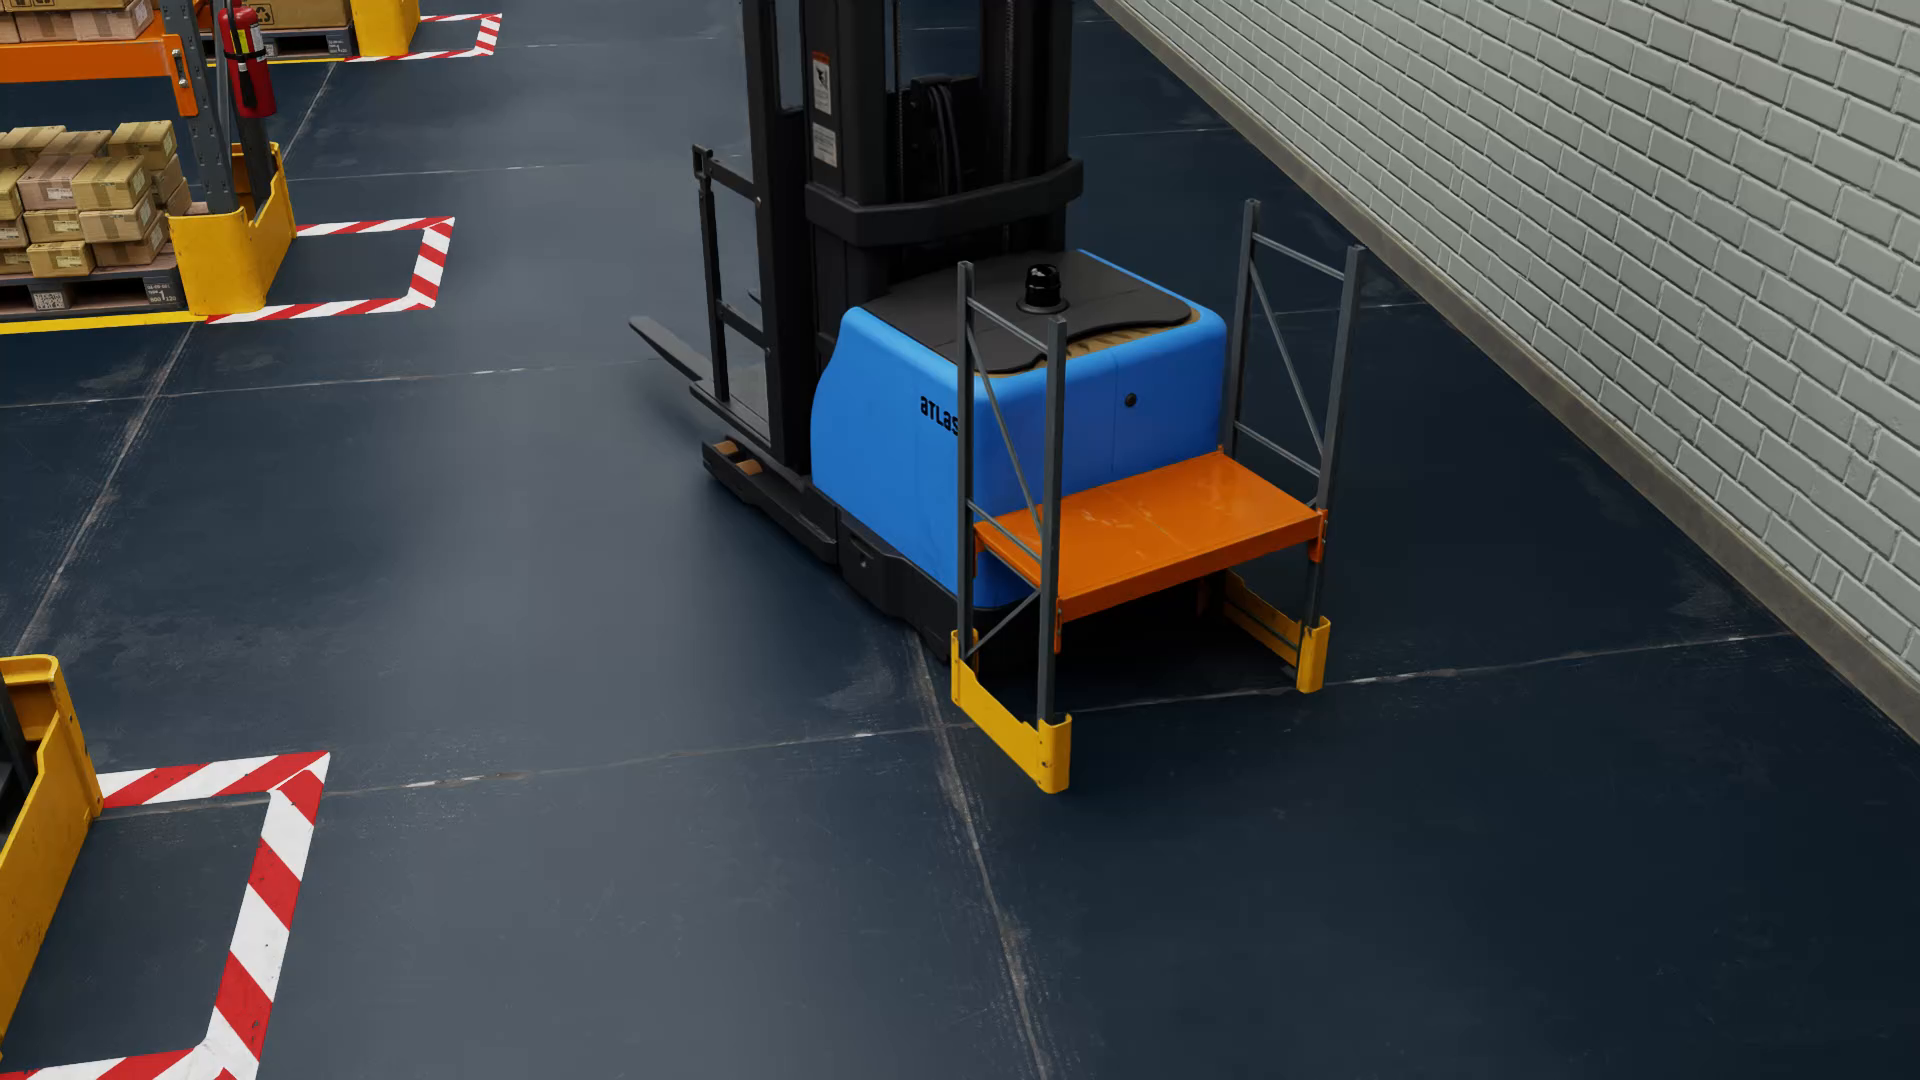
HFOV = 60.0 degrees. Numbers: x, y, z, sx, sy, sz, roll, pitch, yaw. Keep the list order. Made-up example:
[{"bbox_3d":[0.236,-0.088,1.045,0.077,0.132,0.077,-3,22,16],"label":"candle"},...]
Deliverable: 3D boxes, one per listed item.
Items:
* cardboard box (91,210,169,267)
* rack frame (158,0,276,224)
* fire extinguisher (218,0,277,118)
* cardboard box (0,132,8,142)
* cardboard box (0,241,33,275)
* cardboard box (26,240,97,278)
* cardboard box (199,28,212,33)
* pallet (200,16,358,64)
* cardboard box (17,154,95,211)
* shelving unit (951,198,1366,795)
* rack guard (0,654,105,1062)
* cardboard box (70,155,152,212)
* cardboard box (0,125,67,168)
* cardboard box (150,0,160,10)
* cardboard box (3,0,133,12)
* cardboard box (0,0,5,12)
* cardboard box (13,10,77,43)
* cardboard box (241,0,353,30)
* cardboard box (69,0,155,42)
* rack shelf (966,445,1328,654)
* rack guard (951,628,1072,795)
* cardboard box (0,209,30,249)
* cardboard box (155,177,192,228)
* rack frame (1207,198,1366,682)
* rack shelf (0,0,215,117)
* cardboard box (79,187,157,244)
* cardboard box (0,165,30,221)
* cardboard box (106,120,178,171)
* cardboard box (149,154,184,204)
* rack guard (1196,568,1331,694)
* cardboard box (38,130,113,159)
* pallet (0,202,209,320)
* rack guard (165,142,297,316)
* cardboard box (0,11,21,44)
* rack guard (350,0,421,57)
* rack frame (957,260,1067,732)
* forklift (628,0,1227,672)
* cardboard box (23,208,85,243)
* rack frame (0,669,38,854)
[{"bbox_3d":[-4.103,-1.493,8.227,0.250,0.149,0.380,-5,31,-8],"label":"cardboard box"},{"bbox_3d":[-3.623,-2.693,7.870,0.127,3.000,1.000,-5,31,-9],"label":"rack frame"},{"bbox_3d":[-3.292,-2.291,7.632,0.183,0.674,0.296,-5,31,-9],"label":"fire extinguisher"},{"bbox_3d":[-4.949,-1.914,8.358,0.250,0.149,0.380,-7,31,-11],"label":"cardboard box"},{"bbox_3d":[-4.613,-1.437,8.134,0.250,0.149,0.380,-5,31,-9],"label":"cardboard box"},{"bbox_3d":[-4.338,-1.419,8.102,0.250,0.149,0.380,-4,31,-7],"label":"cardboard box"},{"bbox_3d":[-5.927,-4.258,12.215,0.875,0.875,0.875,-5,31,-9],"label":"cardboard box"},{"bbox_3d":[-5.189,-3.861,12.607,1.213,0.211,1.003,-5,31,-9],"label":"pallet"},{"bbox_3d":[-4.356,-1.732,8.048,0.250,0.149,0.380,-5,31,-8],"label":"cardboard box"},{"bbox_3d":[0.577,-0.151,5.027,1.083,1.500,0.587,-17,34,-26],"label":"shelving unit"},{"bbox_3d":[-2.608,0.842,4.326,0.348,0.500,1.175,-5,31,-9],"label":"rack guard"},{"bbox_3d":[-4.098,-1.726,8.038,0.250,0.149,0.380,-5,31,-8],"label":"cardboard box"},{"bbox_3d":[-4.720,-1.978,8.467,0.250,0.149,0.380,-5,31,-9],"label":"cardboard box"},{"bbox_3d":[-4.001,-2.718,8.161,0.250,0.149,0.380,-6,31,-9],"label":"cardboard box"},{"bbox_3d":[-4.019,-2.695,7.481,0.500,0.500,0.500,-5,31,-8],"label":"cardboard box"},{"bbox_3d":[-4.526,-2.650,7.405,0.500,0.500,0.500,-6,31,-10],"label":"cardboard box"},{"bbox_3d":[-4.144,-2.410,7.636,0.250,0.149,0.380,-5,31,-9],"label":"cardboard box"},{"bbox_3d":[-5.032,-4.342,12.356,0.875,0.875,0.875,-5,31,-9],"label":"cardboard box"},{"bbox_3d":[-3.893,-2.414,7.643,0.250,0.149,0.380,-5,31,-9],"label":"cardboard box"},{"bbox_3d":[0.569,0.006,5.115,1.000,0.185,0.538,-17,34,-26],"label":"rack shelf"},{"bbox_3d":[0.150,0.517,5.124,0.087,0.250,0.587,-17,34,-26],"label":"rack guard"},{"bbox_3d":[-4.602,-1.534,8.004,0.250,0.149,0.380,-7,31,-11],"label":"cardboard box"},{"bbox_3d":[-4.196,-1.756,8.676,0.250,0.149,0.380,-5,31,-8],"label":"cardboard box"},{"bbox_3d":[1.006,-0.281,5.248,0.032,1.500,0.500,-17,34,-26],"label":"rack frame"},{"bbox_3d":[-5.590,-2.200,7.742,4.000,0.370,1.077,-5,31,-9],"label":"rack shelf"},{"bbox_3d":[-4.091,-1.582,8.087,0.250,0.149,0.380,-6,31,-10],"label":"cardboard box"},{"bbox_3d":[-4.587,-1.645,7.900,0.250,0.149,0.380,-6,31,-10],"label":"cardboard box"},{"bbox_3d":[-4.200,-2.023,8.542,0.250,0.149,0.380,-7,31,-11],"label":"cardboard box"},{"bbox_3d":[-4.185,-1.853,8.547,0.250,0.149,0.380,-4,31,-7],"label":"cardboard box"},{"bbox_3d":[1.005,0.258,5.565,0.087,0.250,0.587,-17,34,-26],"label":"rack guard"},{"bbox_3d":[-4.449,-1.937,8.397,0.250,0.149,0.380,-5,31,-8],"label":"cardboard box"},{"bbox_3d":[-4.503,-1.427,8.469,1.213,0.211,1.003,-5,31,-9],"label":"pallet"},{"bbox_3d":[-3.698,-1.608,8.492,0.348,0.500,1.175,-5,31,-9],"label":"rack guard"},{"bbox_3d":[-4.388,-2.379,7.585,0.250,0.149,0.380,-6,31,-9],"label":"cardboard box"},{"bbox_3d":[-4.393,-4.099,12.728,0.348,0.500,1.175,-5,31,-9],"label":"rack guard"},{"bbox_3d":[0.133,-0.017,4.798,0.032,1.500,0.500,-17,34,-26],"label":"rack frame"},{"bbox_3d":[-0.366,-1.534,5.967,1.130,2.935,3.031,-19,36,-29],"label":"forklift"},{"bbox_3d":[-4.358,-1.585,8.092,0.250,0.149,0.380,-6,31,-10],"label":"cardboard box"},{"bbox_3d":[-2.632,-0.234,3.688,0.127,3.000,1.000,-5,31,-9],"label":"rack frame"}]
